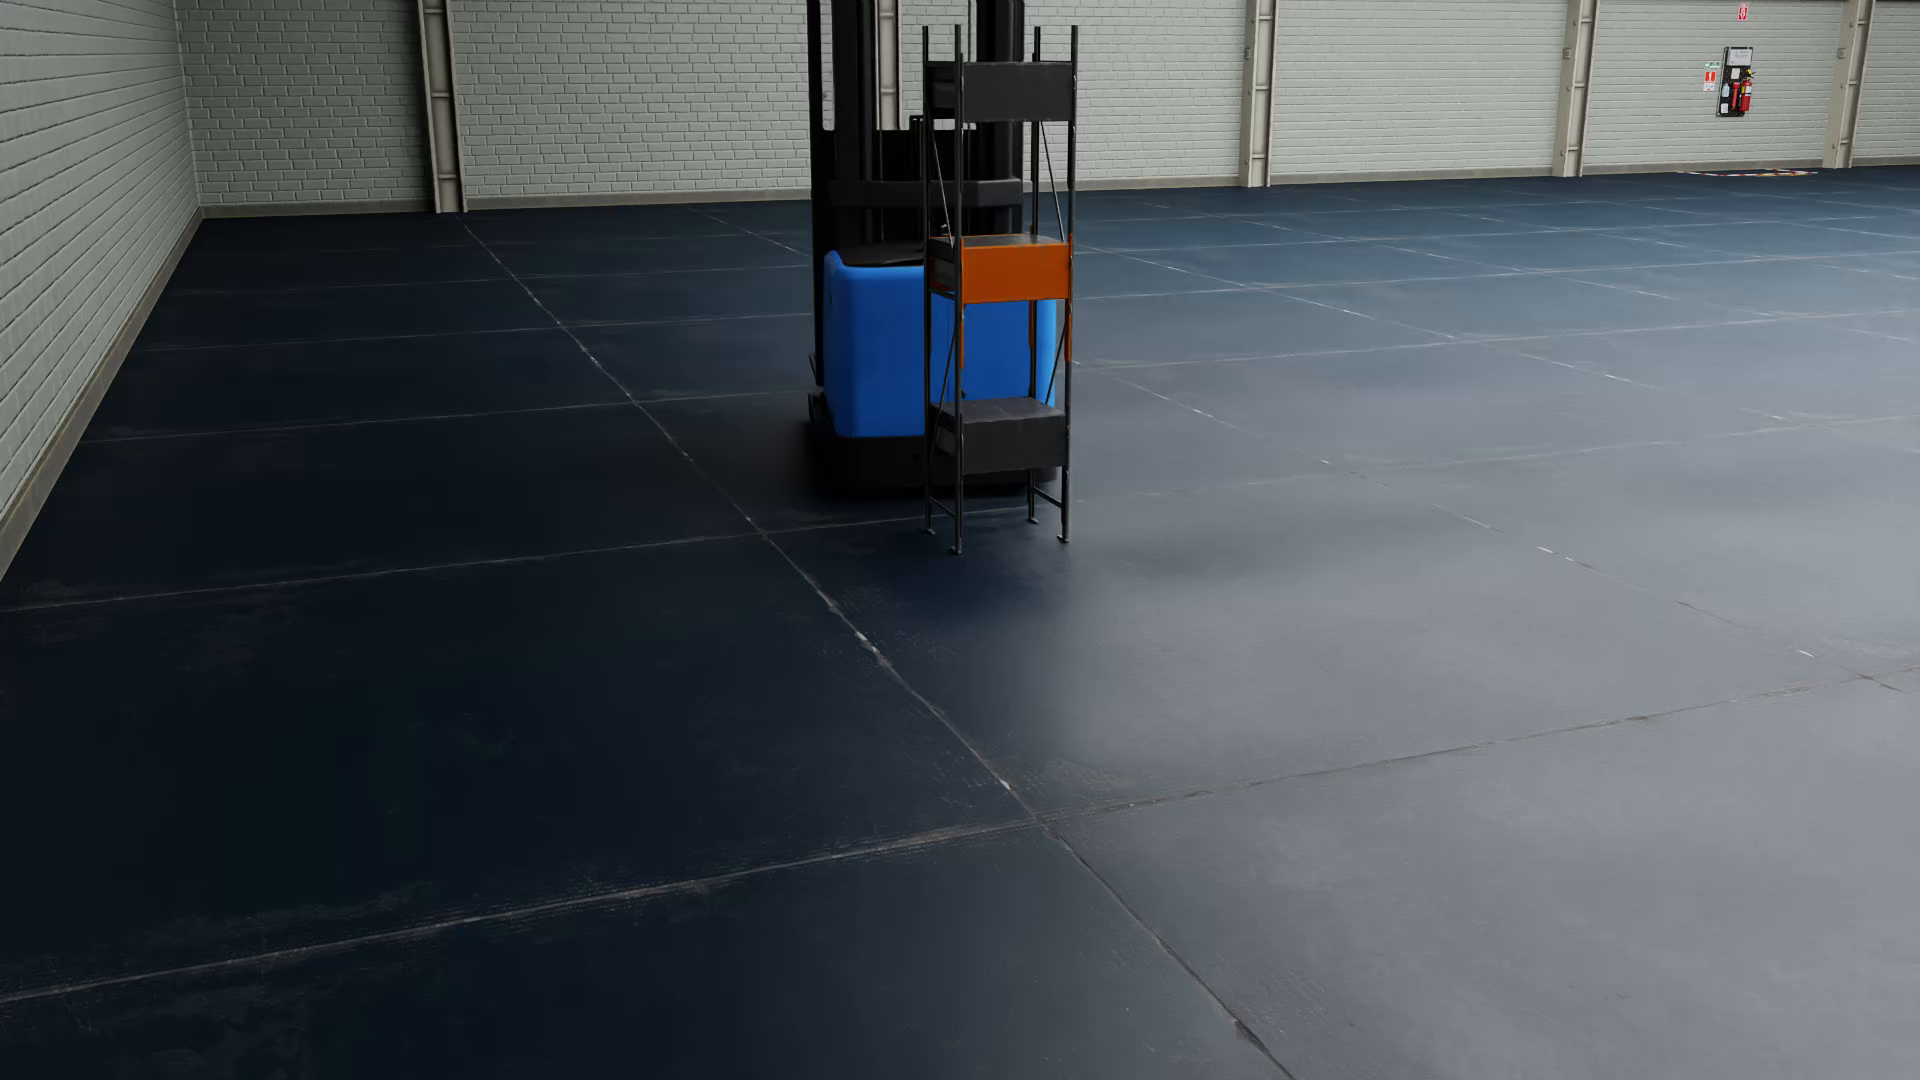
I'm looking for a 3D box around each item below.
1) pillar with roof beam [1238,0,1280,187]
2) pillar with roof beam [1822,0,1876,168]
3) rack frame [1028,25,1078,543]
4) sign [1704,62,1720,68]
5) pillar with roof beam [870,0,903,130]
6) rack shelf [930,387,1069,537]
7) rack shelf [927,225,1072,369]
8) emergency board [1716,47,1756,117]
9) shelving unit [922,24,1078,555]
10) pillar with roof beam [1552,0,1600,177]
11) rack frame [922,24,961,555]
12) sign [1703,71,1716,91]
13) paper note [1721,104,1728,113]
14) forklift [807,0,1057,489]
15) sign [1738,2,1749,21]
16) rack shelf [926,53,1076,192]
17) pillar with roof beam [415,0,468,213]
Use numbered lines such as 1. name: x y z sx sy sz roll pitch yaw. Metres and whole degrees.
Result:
1. pillar with roof beam: 6.102 -8.681 20.689 0.400 9.000 9.100 -6 17 -20
2. pillar with roof beam: 17.308 -9.891 24.809 0.400 9.000 9.100 -6 17 -20
3. rack frame: 0.382 -1.049 6.943 0.015 2.100 0.400 -6 17 -20
4. sign: 12.900 -8.147 28.514 0.331 0.109 0.001 -6 17 -20
5. pillar with roof beam: 0.499 -8.076 18.630 0.400 9.000 9.100 -6 17 -20
6. rack shelf: 0.155 -0.339 7.060 0.480 0.518 0.431 -6 17 -20
7. rack shelf: 0.155 -1.011 6.863 0.480 0.518 0.431 -6 17 -20
8. emergency board: 13.446 -7.906 28.698 0.643 1.169 0.194 -6 17 -20
9. shelving unit: 0.155 -1.024 6.859 0.503 2.100 0.431 -6 17 -20
10. pillar with roof beam: 11.705 -9.286 22.749 0.400 9.000 9.100 -6 17 -20
11. rack frame: -0.073 -1.000 6.775 0.015 2.100 0.400 -6 17 -20
12. sign: 12.893 -7.895 28.595 0.234 0.329 0.001 -6 17 -20
13. paper note: 13.256 -7.484 28.823 0.142 0.148 0.016 -6 17 -20
14. forklift: -0.253 -2.009 8.739 1.130 2.935 3.031 -2 17 -7
15. sign: 13.403 -9.044 28.457 0.199 0.298 0.001 -6 17 -20
16. rack shelf: 0.155 -1.683 6.666 0.480 0.518 0.431 -6 17 -20
17. pillar with roof beam: -5.103 -7.471 16.570 0.400 9.000 9.100 -6 17 -20
